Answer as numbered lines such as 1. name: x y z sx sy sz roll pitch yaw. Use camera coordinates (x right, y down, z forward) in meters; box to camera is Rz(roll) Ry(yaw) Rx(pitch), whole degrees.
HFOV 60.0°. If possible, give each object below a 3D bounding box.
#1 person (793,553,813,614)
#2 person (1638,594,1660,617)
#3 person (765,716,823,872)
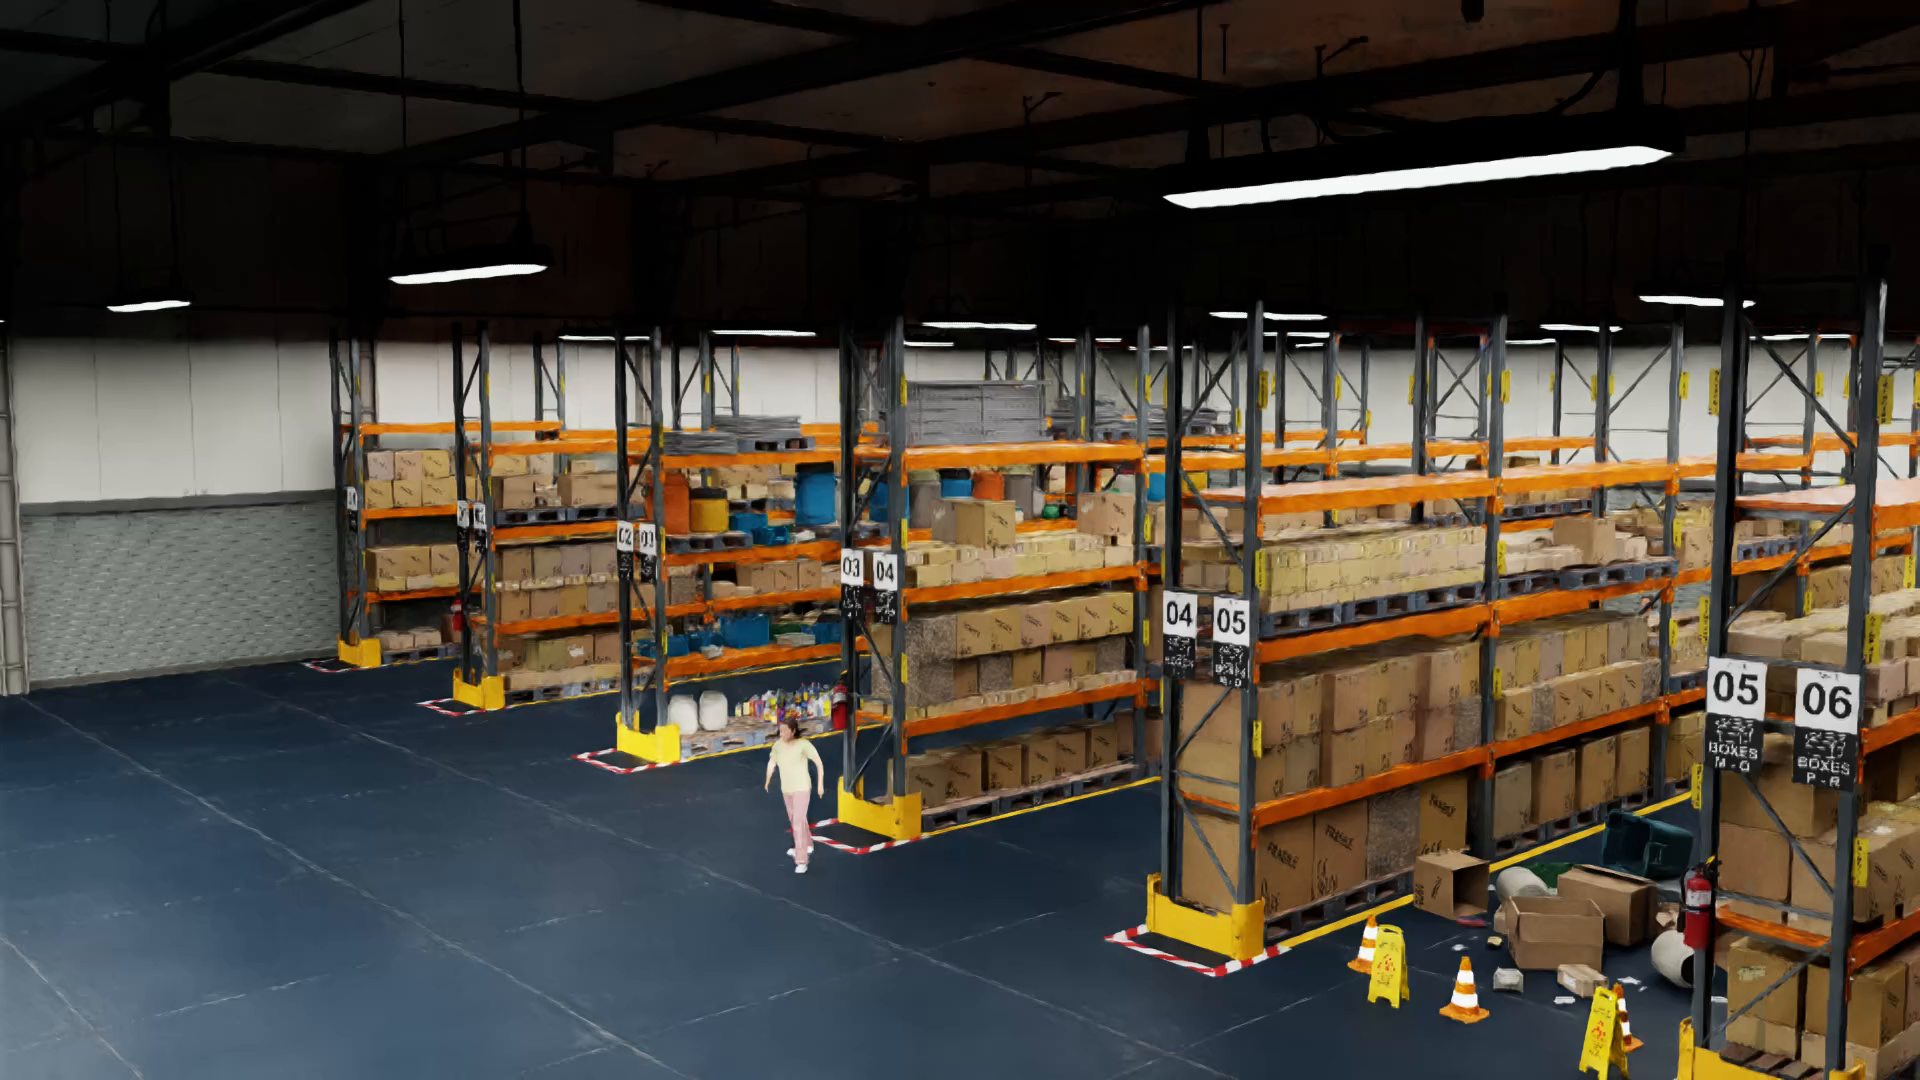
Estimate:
1. person: -3.125 0.934 33.653 0.522 1.790 0.654 2 6 22
2. person: 11.216 1.691 27.099 1.019 1.593 0.453 -5 8 -43
3. person: -1.704 2.626 17.546 0.621 1.604 0.814 3 7 31
